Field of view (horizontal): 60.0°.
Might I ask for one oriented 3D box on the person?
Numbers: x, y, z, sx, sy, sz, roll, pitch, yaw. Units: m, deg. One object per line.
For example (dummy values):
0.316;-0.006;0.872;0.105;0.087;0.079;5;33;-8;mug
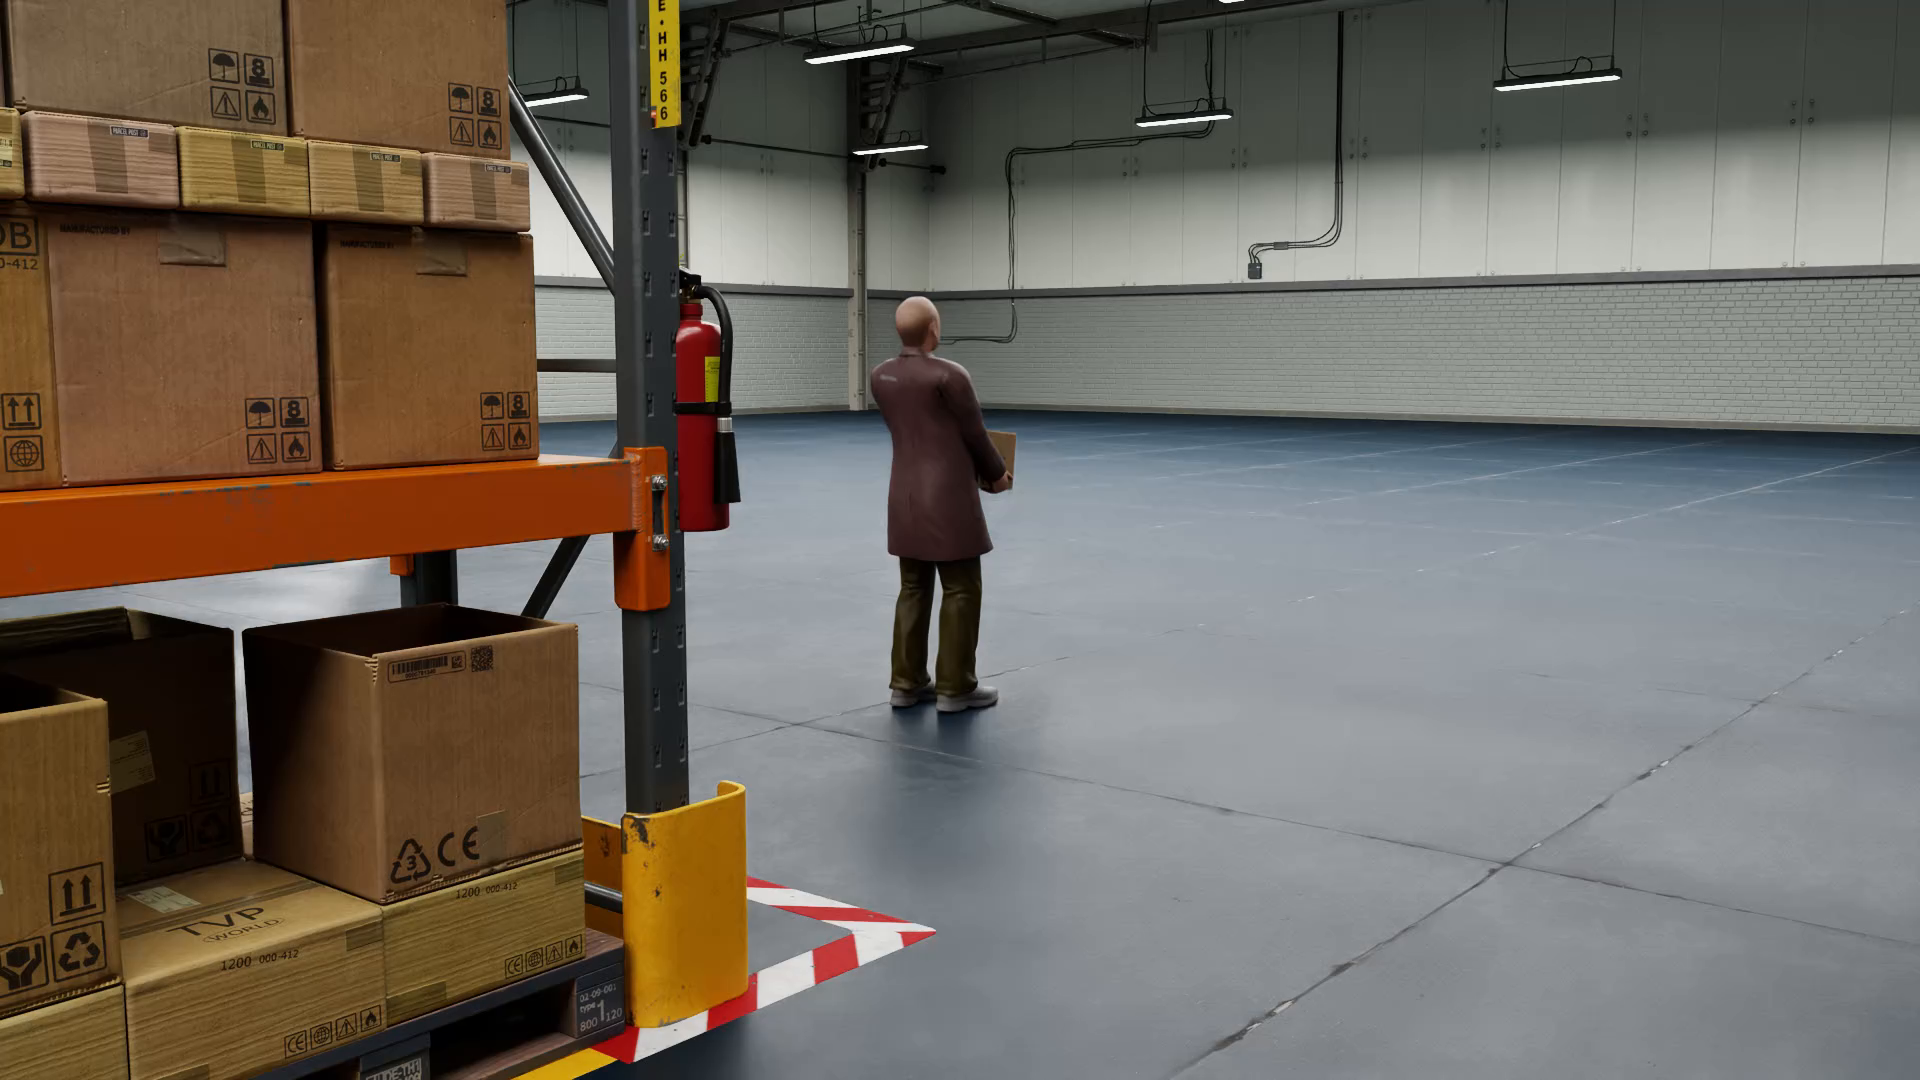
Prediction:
-0.056;-0.161;7.226;0.528;1.770;0.563;5;8;39;person
